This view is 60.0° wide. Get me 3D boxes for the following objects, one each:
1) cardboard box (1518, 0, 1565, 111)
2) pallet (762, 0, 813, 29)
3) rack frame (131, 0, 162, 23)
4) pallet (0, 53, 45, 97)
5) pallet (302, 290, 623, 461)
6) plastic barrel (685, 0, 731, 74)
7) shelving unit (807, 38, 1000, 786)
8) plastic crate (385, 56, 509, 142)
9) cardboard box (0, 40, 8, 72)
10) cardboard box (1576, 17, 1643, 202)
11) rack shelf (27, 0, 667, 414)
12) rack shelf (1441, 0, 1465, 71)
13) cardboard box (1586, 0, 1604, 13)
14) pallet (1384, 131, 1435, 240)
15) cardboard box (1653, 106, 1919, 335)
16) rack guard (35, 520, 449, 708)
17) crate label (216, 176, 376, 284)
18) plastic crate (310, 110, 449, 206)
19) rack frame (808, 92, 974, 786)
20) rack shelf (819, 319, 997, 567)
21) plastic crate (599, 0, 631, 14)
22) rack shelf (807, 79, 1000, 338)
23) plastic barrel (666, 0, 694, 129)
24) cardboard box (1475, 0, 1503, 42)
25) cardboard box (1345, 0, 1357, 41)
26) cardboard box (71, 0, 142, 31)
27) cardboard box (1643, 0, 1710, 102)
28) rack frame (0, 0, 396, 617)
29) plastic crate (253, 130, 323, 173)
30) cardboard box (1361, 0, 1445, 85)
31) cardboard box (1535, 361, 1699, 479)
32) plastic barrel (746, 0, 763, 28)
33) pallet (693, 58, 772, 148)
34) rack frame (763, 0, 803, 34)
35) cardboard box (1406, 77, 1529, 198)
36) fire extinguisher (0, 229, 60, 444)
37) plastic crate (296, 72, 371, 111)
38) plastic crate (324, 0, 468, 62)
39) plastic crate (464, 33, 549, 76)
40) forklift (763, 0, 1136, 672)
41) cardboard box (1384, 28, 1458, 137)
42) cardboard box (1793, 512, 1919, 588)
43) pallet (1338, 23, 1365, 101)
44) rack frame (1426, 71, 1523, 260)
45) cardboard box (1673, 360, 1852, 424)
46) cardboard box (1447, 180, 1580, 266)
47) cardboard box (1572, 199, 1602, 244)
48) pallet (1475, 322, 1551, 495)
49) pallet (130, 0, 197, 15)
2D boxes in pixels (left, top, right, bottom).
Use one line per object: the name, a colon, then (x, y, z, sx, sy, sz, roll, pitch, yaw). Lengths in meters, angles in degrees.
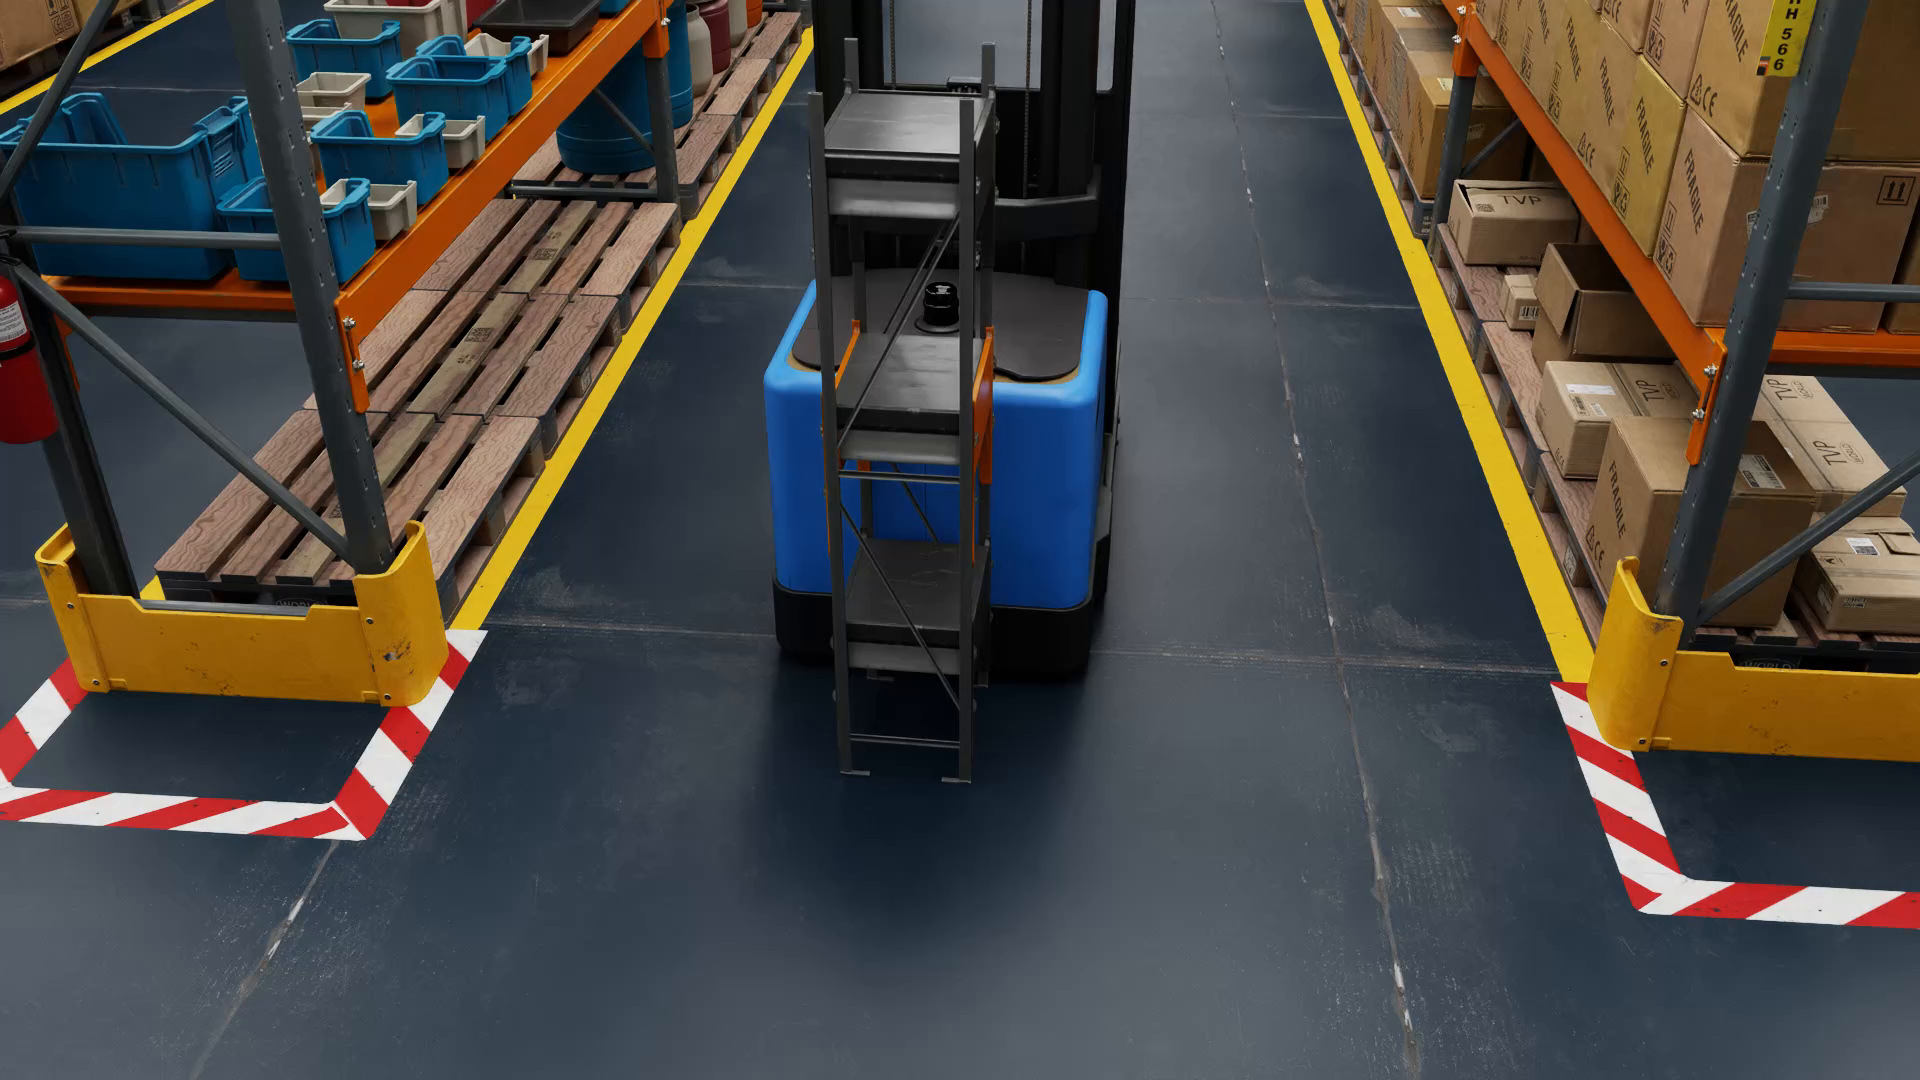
cardboard box: (2.541, -1.998, 6.537, 0.500, 0.500, 0.500, 2, 32, 4)
pallet: (-1.573, -4.261, 12.963, 1.003, 0.211, 1.213, 2, 32, 4)
rack frame: (-6.612, -5.256, 11.920, 1.000, 3.000, 0.127, 2, 32, 4)
pallet: (-6.853, -3.024, 10.955, 1.003, 0.211, 1.213, 2, 32, 4)
pallet: (-2.119, -0.740, 7.250, 1.003, 0.211, 1.213, 2, 32, 4)
plastic barrel: (-1.790, -3.350, 10.725, 0.600, 0.588, 0.708, 2, 32, 4)
shelving unit: (-0.136, -0.293, 4.724, 0.431, 2.100, 0.503, 4, 32, 6)
plastic crate: (-1.871, -1.619, 6.121, 0.416, 0.233, 0.300, 2, 32, 4)
cardboard box: (-6.833, -3.242, 10.276, 1.225, 0.875, 0.875, 1, 32, 2)
cardboard box: (2.460, -1.468, 5.678, 0.500, 0.500, 0.500, 3, 32, 4)
rack shelf: (-2.164, -1.601, 6.674, 1.077, 0.370, 4.000, 2, 32, 4)
rack shelf: (3.099, -3.479, 9.722, 1.077, 0.370, 4.000, 2, 32, 4)
cardboard box: (2.492, -2.165, 5.855, 0.500, 0.500, 0.500, 3, 32, 6)
pallet: (2.964, -1.979, 9.260, 1.003, 0.211, 1.213, 2, 32, 4)
cardboard box: (2.375, -0.936, 4.815, 0.500, 0.500, 0.500, 3, 32, 5)
rack guard: (-2.316, 0.216, 5.423, 1.175, 0.500, 0.348, 2, 32, 4)
crate label: (-1.978, -0.931, 5.003, 0.416, 0.233, 0.303, 2, 32, 4)
plastic crate: (-1.925, -1.275, 5.562, 0.416, 0.233, 0.300, 2, 32, 4)
rack frame: (-0.165, -0.166, 4.518, 0.400, 2.100, 0.015, 4, 32, 6)
rack shelf: (-0.136, -0.281, 4.731, 0.431, 0.518, 0.480, 4, 32, 6)
plastic crate: (-1.699, -2.713, 7.751, 0.392, 0.384, 0.575, 2, 32, 4)
rack shelf: (-0.136, -0.877, 4.364, 0.431, 0.518, 0.480, 4, 32, 6)
plastic barrel: (-1.882, -2.892, 9.684, 0.600, 0.901, 0.708, 2, 32, 4)
cardboard box: (2.623, -2.527, 7.396, 0.500, 0.500, 0.500, 3, 32, 5)
cardboard box: (2.940, -3.728, 11.404, 0.500, 0.500, 0.500, 4, 32, 6)
cardboard box: (-6.689, -4.170, 11.783, 1.225, 0.875, 0.875, 1, 32, 2)
cardboard box: (2.413, -1.625, 4.979, 0.500, 0.500, 0.500, 3, 32, 5)
rack frame: (-2.327, -0.861, 4.789, 1.000, 3.000, 0.127, 2, 32, 4)
plastic crate: (-2.403, -1.360, 5.791, 0.396, 0.136, 0.243, 2, 32, 4)
cardboard box: (2.857, -3.192, 10.534, 0.500, 0.500, 0.500, 2, 32, 3)
cardboard box: (2.516, -0.455, 6.330, 0.500, 0.250, 0.500, 2, 32, 4)
plastic barrel: (-1.698, -4.043, 11.619, 0.600, 0.830, 0.708, 2, 32, 4)
pallet: (-1.800, -2.807, 10.604, 1.003, 0.211, 1.213, 2, 32, 4)
rack frame: (-1.675, -5.045, 11.577, 1.000, 3.000, 0.127, 2, 32, 4)
cardboard box: (2.690, -2.133, 8.815, 0.500, 0.500, 0.500, 2, 32, 4)
fire extinguisher: (-2.792, -0.610, 4.810, 0.296, 0.674, 0.183, 2, 32, 4)
plastic crate: (-2.399, -1.662, 6.282, 0.298, 0.136, 0.250, 2, 32, 4)
plastic crate: (-2.309, -2.137, 6.915, 0.437, 0.282, 0.530, 2, 32, 4)
plastic crate: (-1.843, -1.943, 6.738, 0.293, 0.136, 0.466, 2, 32, 4)
forklift: (0.075, -1.572, 6.007, 1.130, 2.935, 3.031, 4, 32, 6)
cardboard box: (2.780, -2.653, 9.659, 0.500, 0.500, 0.500, 3, 32, 5)
cardboard box: (3.007, 0.036, 5.614, 0.380, 0.166, 0.250, 2, 32, 4)
pallet: (3.163, -3.255, 11.331, 1.003, 0.211, 1.213, 2, 32, 4)
rack frame: (2.936, -2.739, 7.836, 1.000, 3.000, 0.127, 2, 32, 4)
cardboard box: (3.019, -0.460, 6.338, 0.500, 0.250, 0.500, 2, 32, 4)
cardboard box: (2.686, -1.572, 8.085, 0.500, 0.311, 0.500, 2, 32, 4)
cardboard box: (3.172, -1.552, 7.873, 0.500, 0.500, 0.500, 2, 32, 4)
pallet: (2.782, -0.553, 6.947, 1.003, 0.211, 1.213, 2, 32, 4)
pallet: (-6.547, -4.478, 13.314, 1.003, 0.211, 1.213, 2, 32, 4)
